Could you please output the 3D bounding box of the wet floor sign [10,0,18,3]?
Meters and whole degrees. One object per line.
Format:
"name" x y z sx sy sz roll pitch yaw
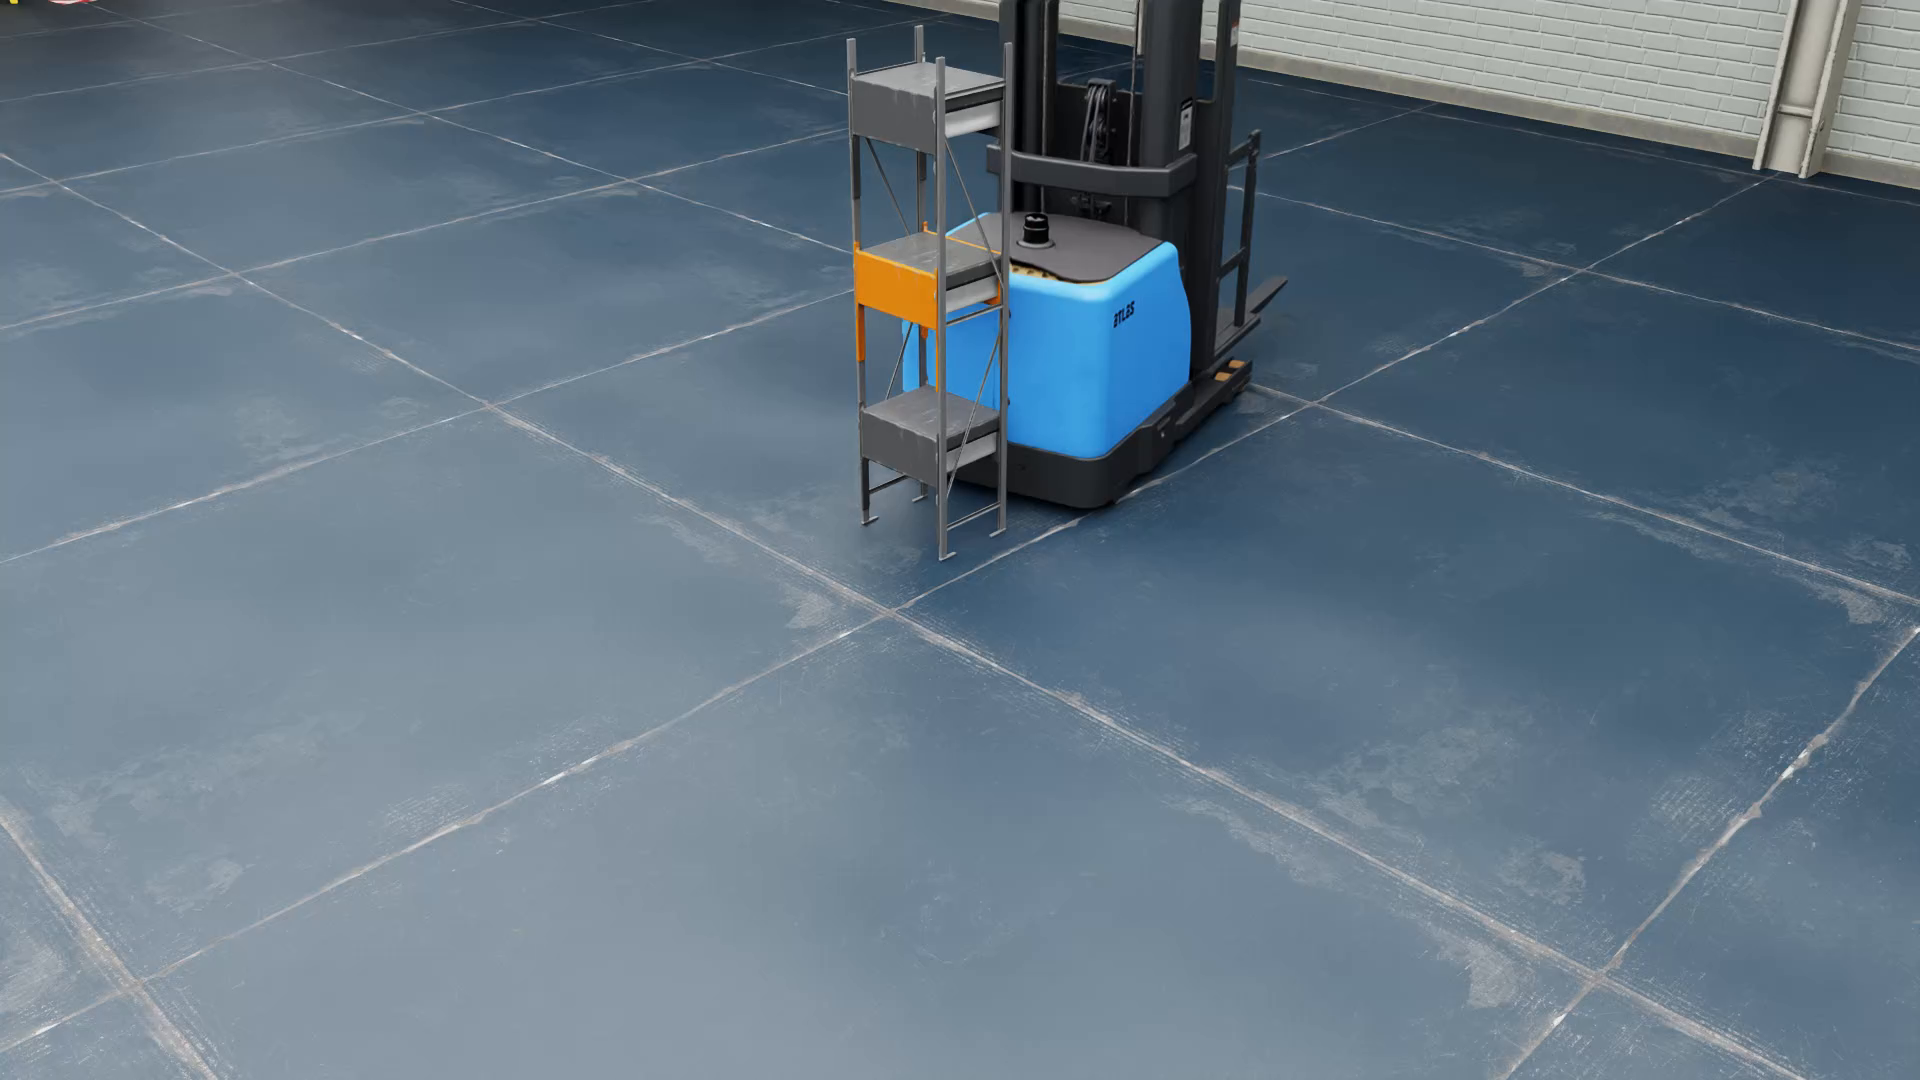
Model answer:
"wet floor sign" -10.811 -6.370 18.670 0.267 0.644 0.232 -13 30 -22

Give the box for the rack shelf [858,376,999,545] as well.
"rack shelf" -0.118 -0.352 7.196 0.480 0.518 0.431 25 36 38

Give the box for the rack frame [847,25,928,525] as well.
"rack frame" -0.292 -1.063 7.015 0.015 2.100 0.400 25 36 38

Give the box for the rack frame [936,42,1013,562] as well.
"rack frame" 0.056 -0.904 6.713 0.015 2.100 0.400 25 36 38

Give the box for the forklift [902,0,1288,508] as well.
"forklift" 0.879 -2.089 8.073 1.130 2.935 3.031 14 31 25

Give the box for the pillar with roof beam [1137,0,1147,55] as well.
"pillar with roof beam" -1.044 -7.315 11.492 0.400 9.000 9.100 25 36 38

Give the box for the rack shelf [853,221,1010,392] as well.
"rack shelf" -0.118 -0.971 6.870 0.480 0.518 0.431 25 36 38

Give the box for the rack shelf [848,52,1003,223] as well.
"rack shelf" -0.118 -1.591 6.545 0.480 0.518 0.431 25 36 38

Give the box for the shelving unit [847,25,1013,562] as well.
"shelving unit" -0.118 -0.983 6.864 0.503 2.100 0.431 25 36 38

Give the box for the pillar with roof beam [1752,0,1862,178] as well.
"pillar with roof beam" 3.234 -5.357 7.769 0.400 9.000 9.100 25 36 38
